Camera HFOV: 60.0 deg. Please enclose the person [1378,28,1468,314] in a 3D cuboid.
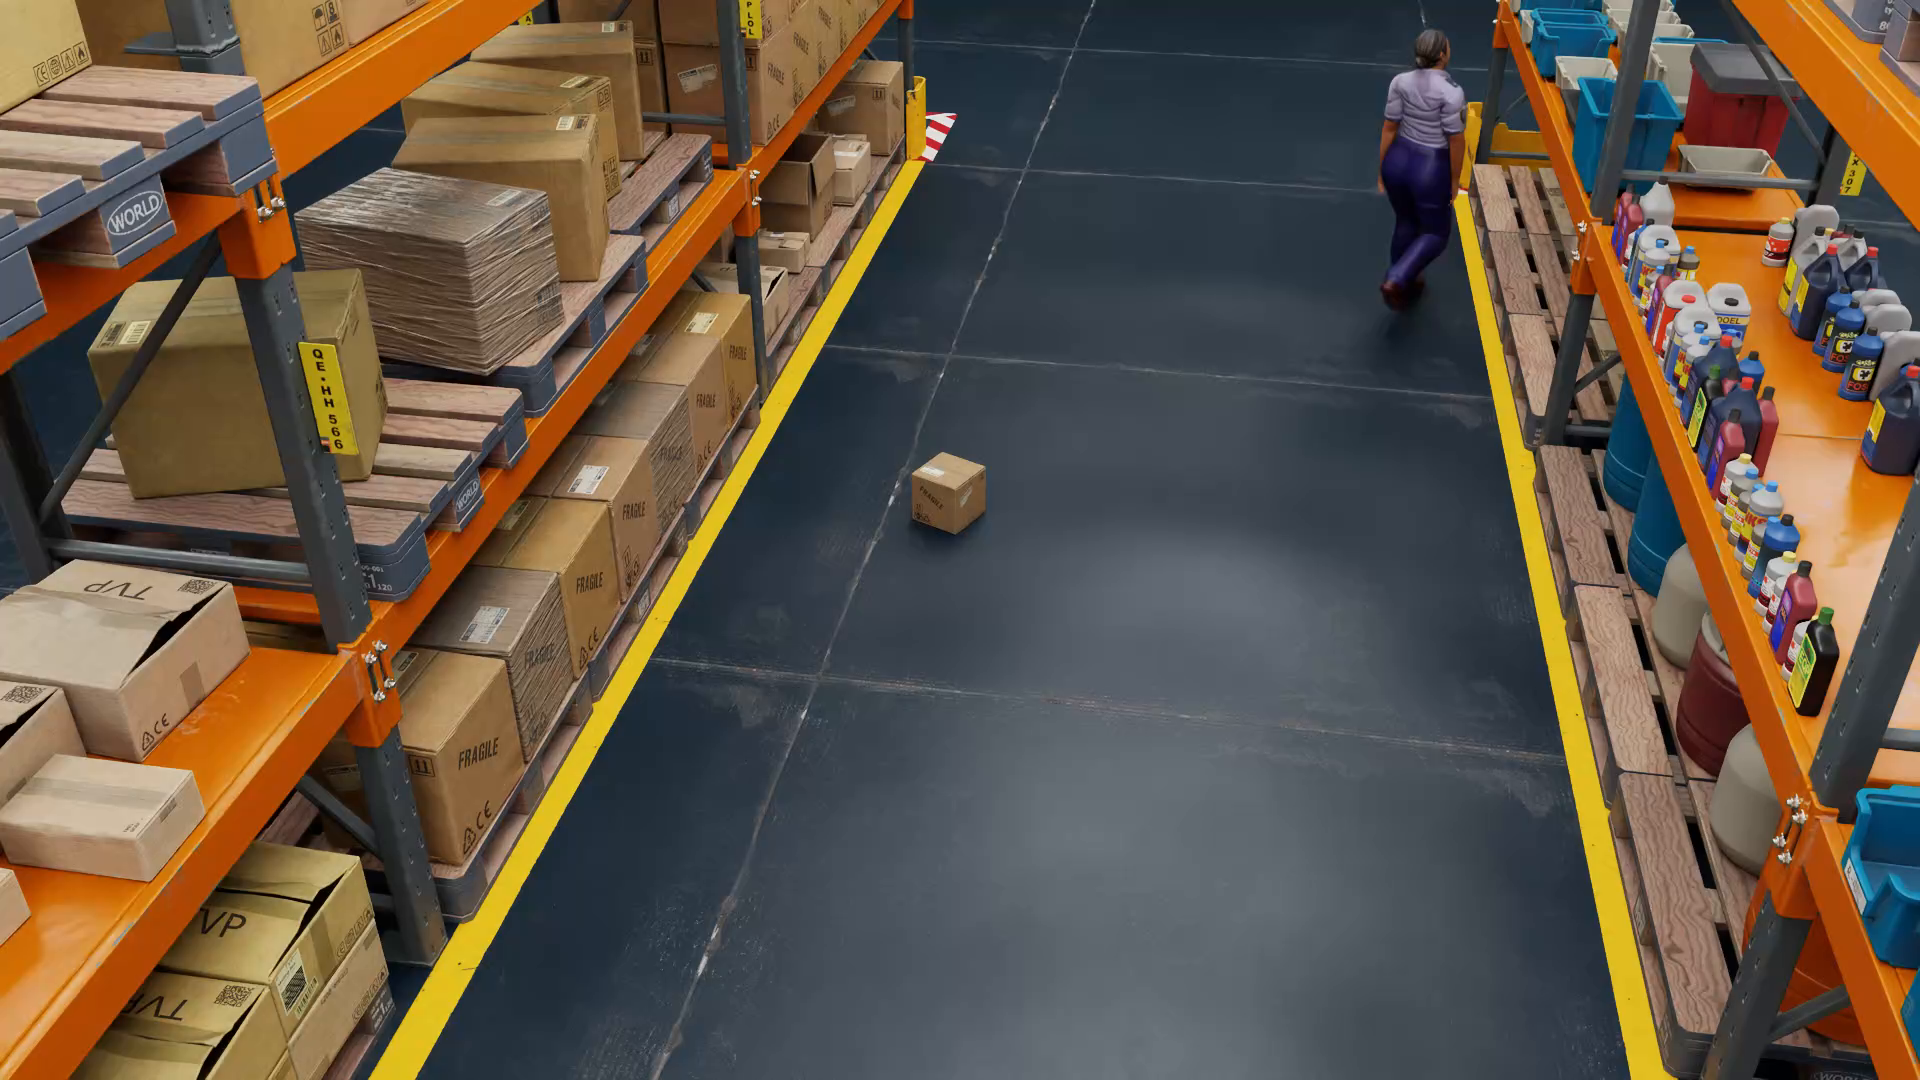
[{"bbox_3d":[2.576,-2.057,9.366,0.486,1.603,0.757,28,42,36],"label":"person"}]
